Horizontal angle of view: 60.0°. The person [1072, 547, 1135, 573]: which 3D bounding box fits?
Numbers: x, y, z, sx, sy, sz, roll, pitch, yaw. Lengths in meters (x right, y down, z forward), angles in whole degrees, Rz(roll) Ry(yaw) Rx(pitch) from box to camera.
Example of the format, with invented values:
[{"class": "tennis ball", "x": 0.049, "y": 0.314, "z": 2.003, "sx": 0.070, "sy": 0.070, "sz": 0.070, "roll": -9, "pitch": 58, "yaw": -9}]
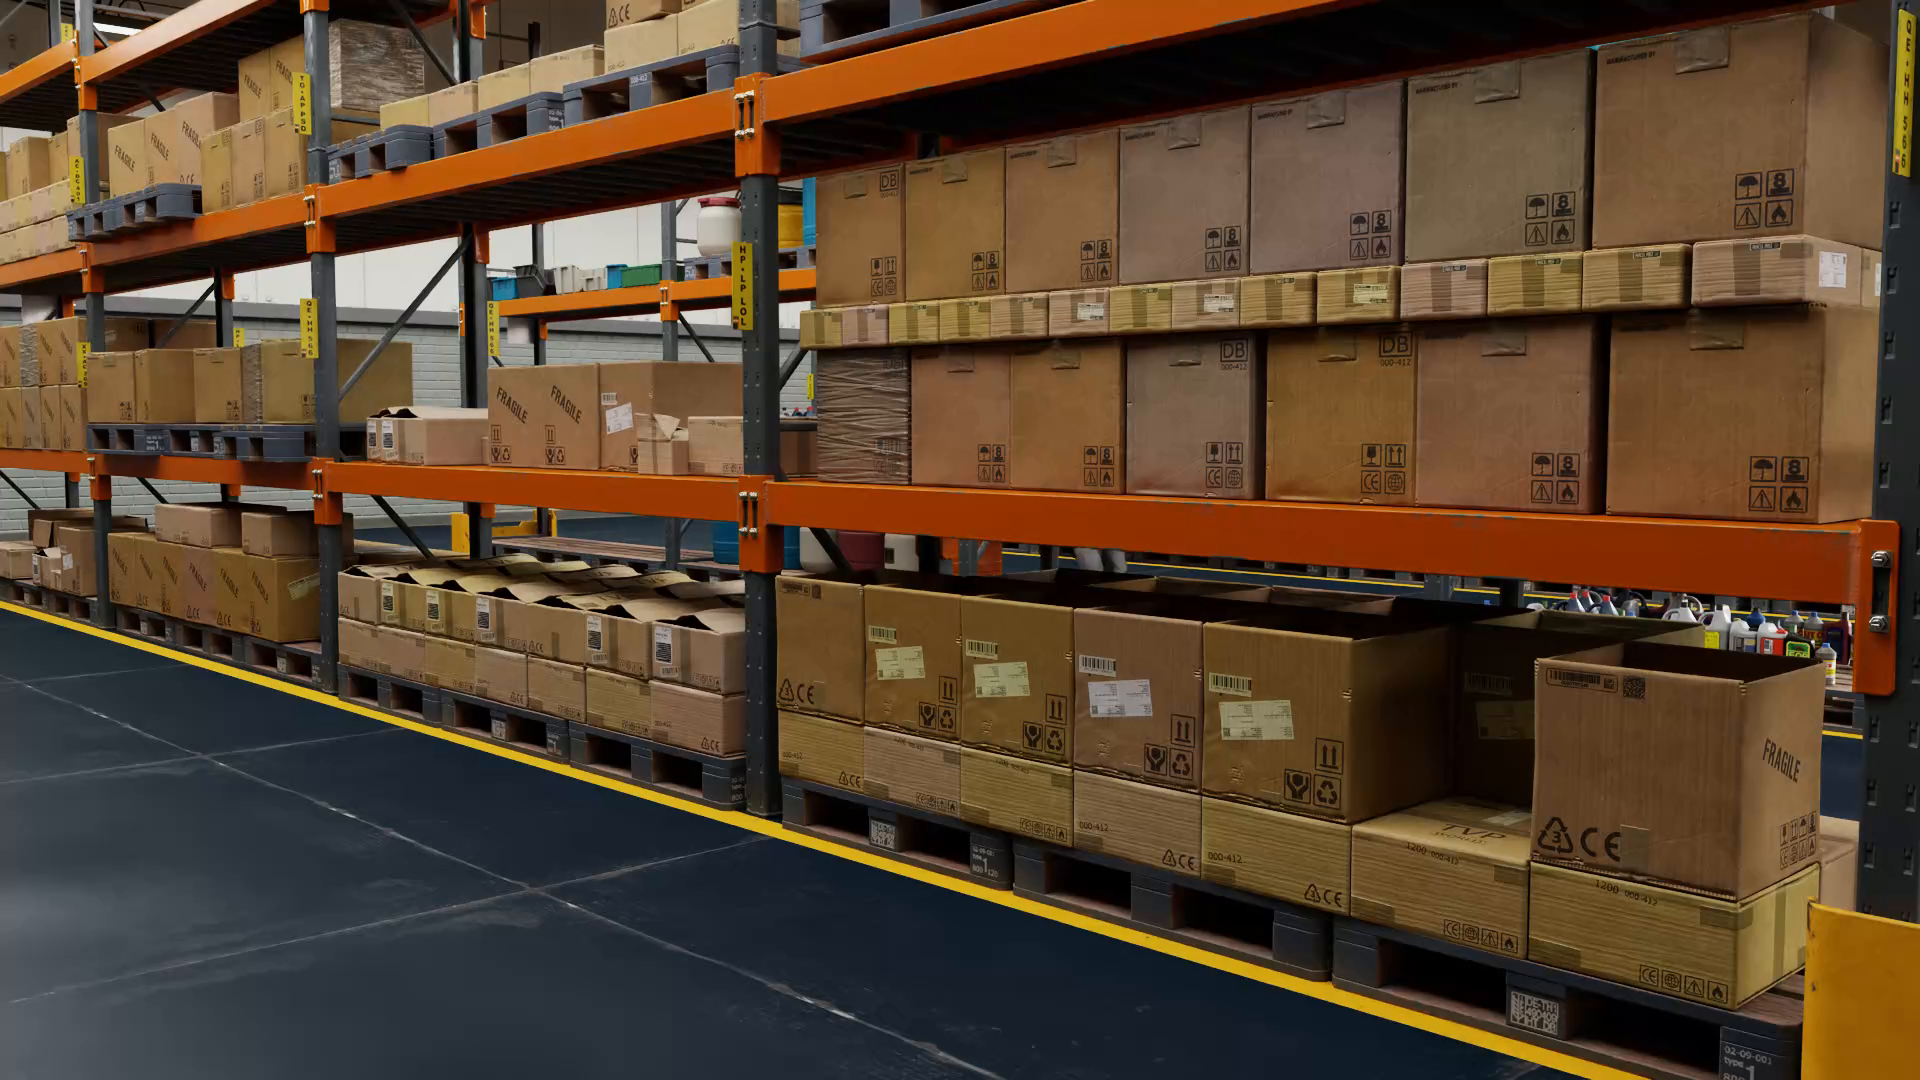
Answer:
[{"class": "person", "x": 0.908, "y": 0.002, "z": 10.649, "sx": 0.423, "sy": 1.551, "sz": 0.368, "roll": -4, "pitch": 6, "yaw": -42}]
